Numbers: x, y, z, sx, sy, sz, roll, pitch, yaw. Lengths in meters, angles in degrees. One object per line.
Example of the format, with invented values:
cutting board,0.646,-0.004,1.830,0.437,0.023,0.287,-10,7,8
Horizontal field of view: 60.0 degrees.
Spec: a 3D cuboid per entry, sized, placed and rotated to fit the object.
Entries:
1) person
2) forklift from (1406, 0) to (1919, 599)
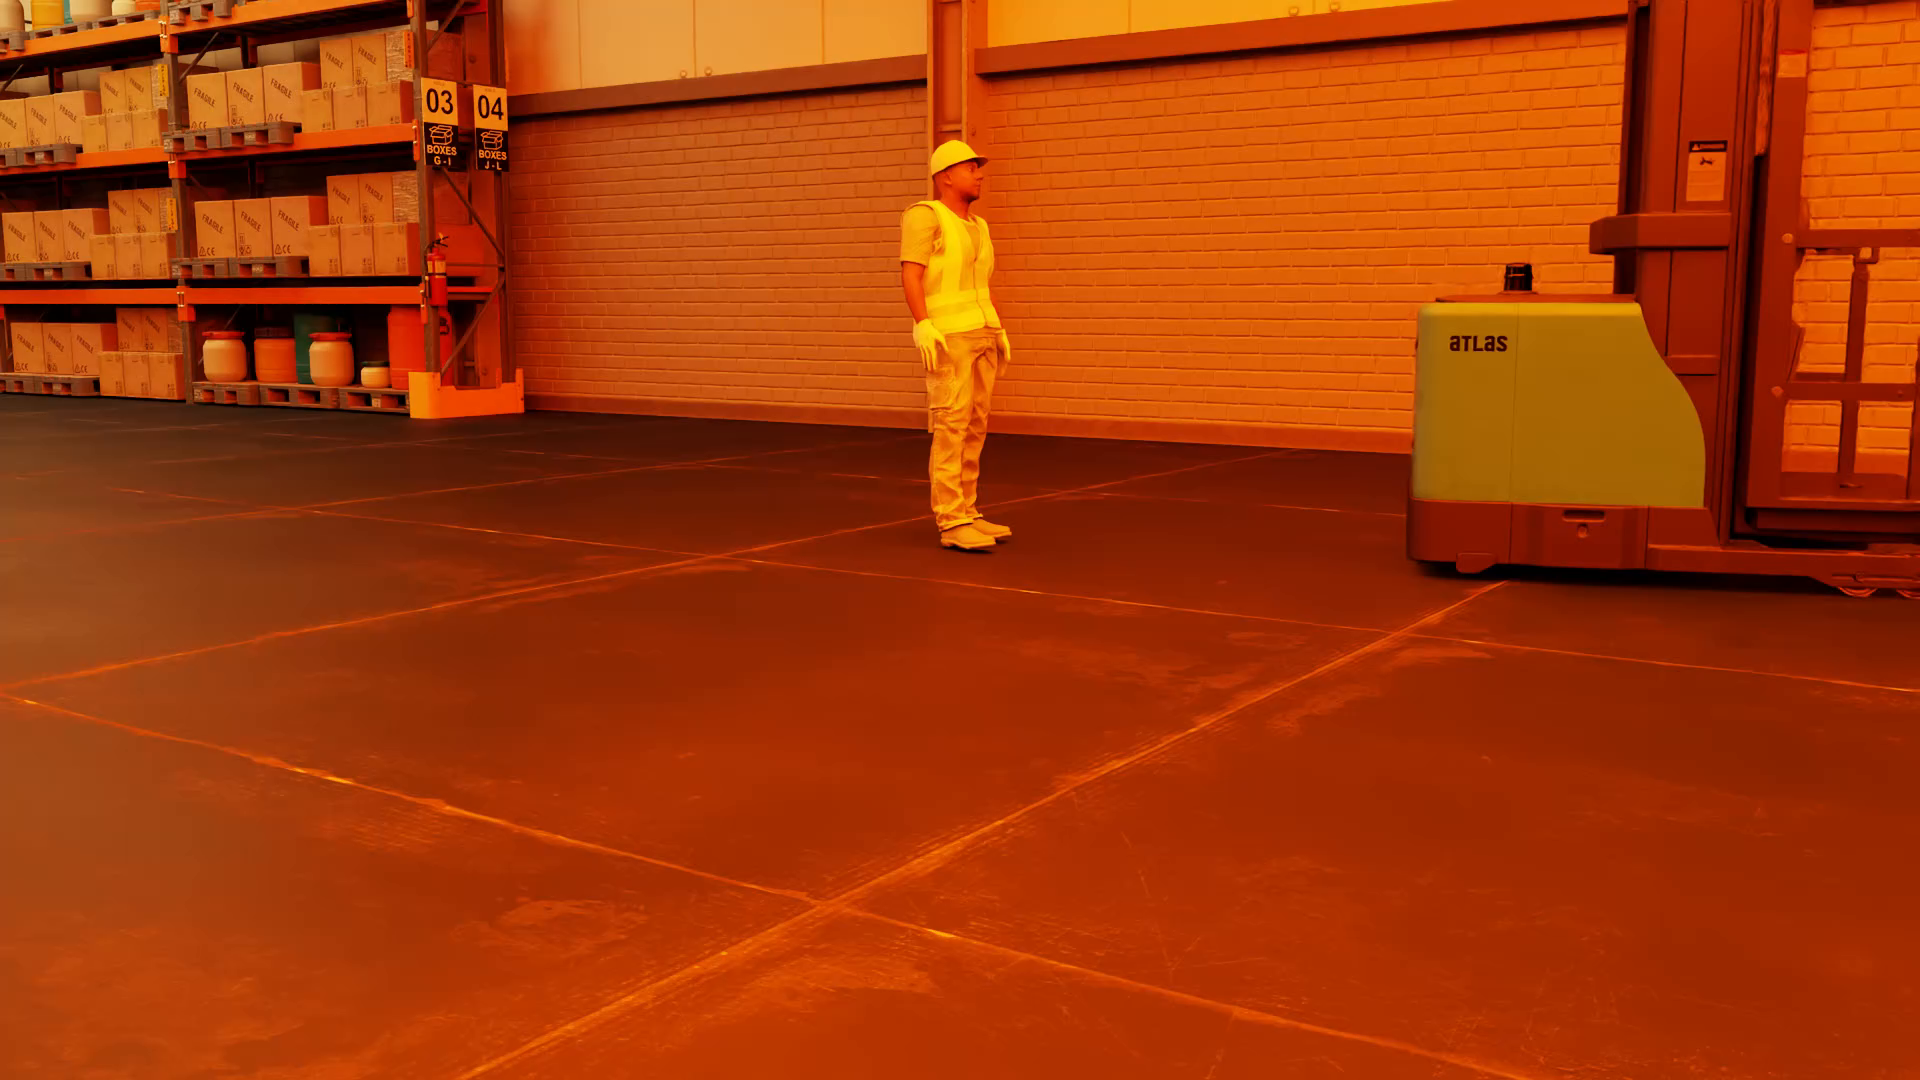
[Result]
person,0.055,-0.884,7.430,0.575,1.785,0.657,5,10,34
forklift,3.355,-1.317,6.453,3.031,2.935,1.130,2,8,14
